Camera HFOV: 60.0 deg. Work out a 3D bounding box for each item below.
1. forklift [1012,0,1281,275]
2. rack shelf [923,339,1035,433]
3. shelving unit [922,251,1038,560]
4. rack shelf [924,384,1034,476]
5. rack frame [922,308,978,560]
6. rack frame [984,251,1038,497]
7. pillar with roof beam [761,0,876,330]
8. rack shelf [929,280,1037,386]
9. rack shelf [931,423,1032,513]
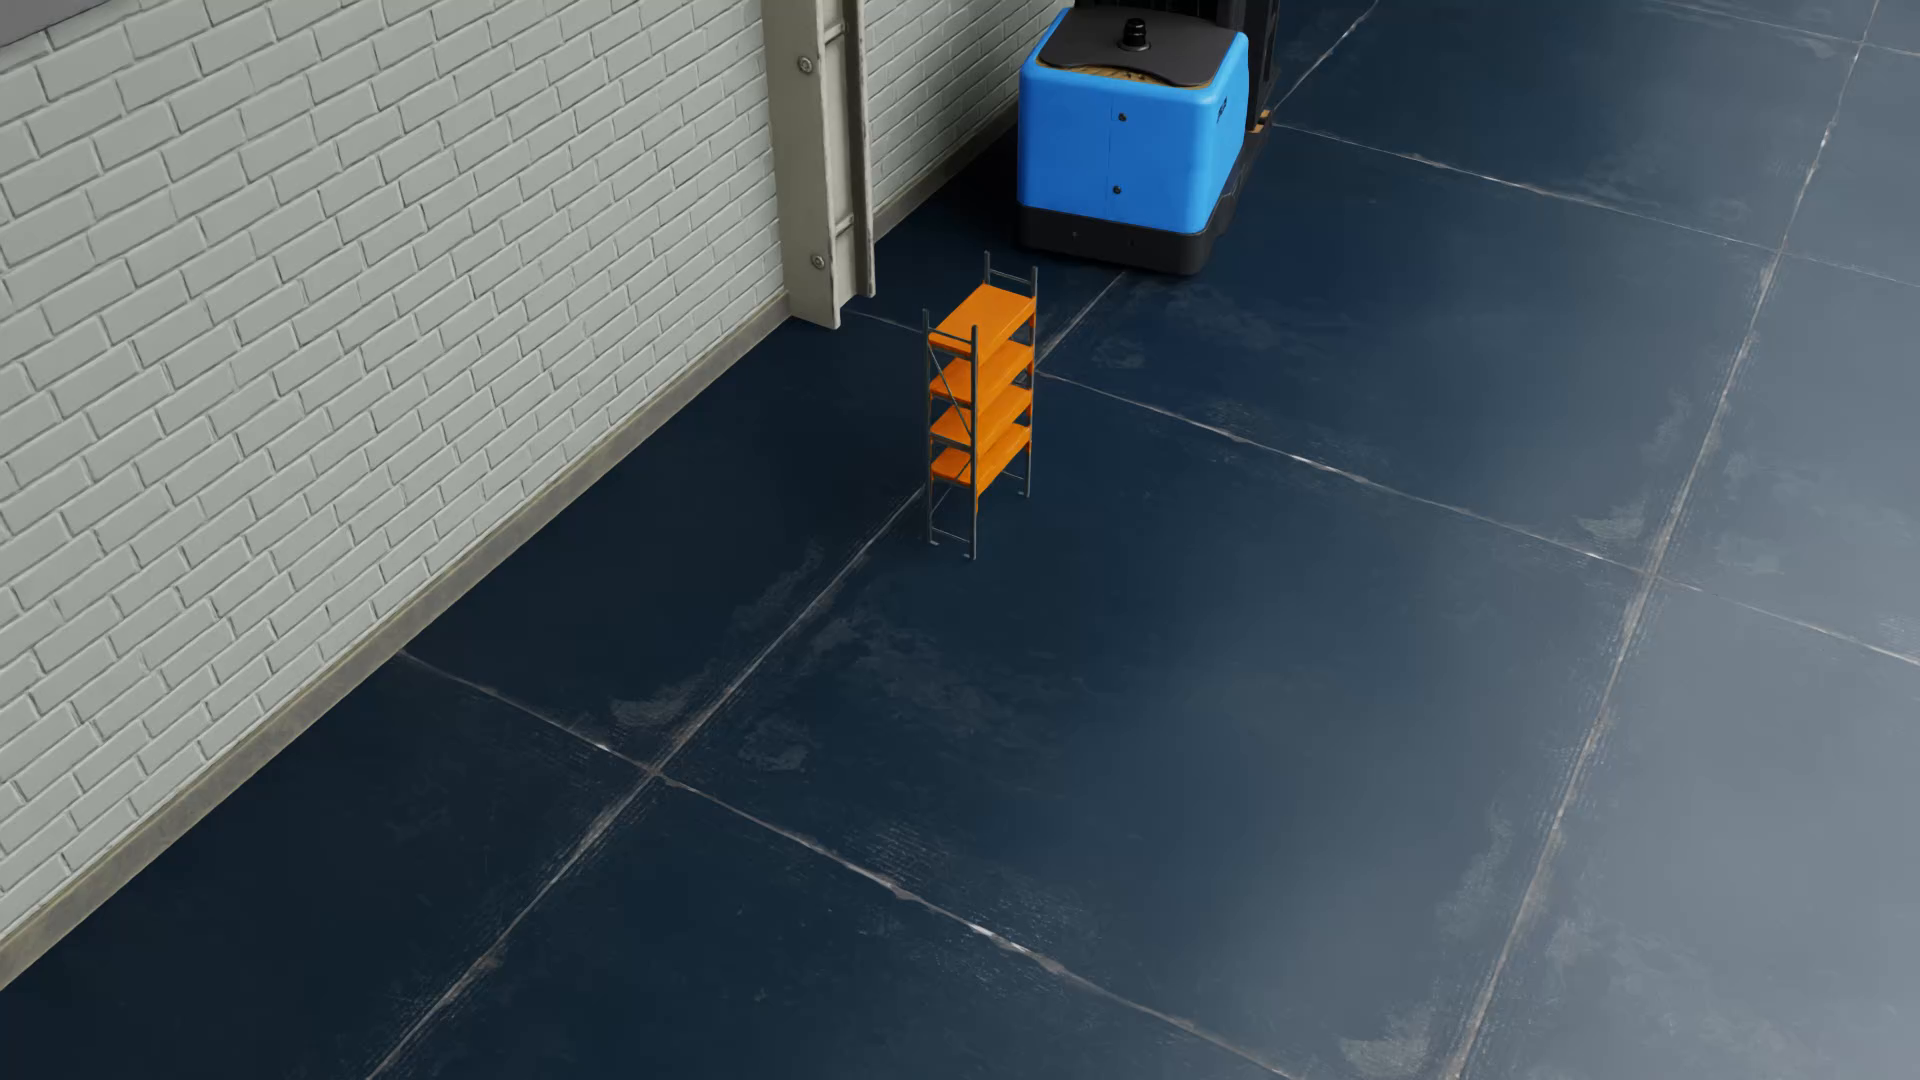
[{"bbox_3d":[1.247,-3.475,8.979,1.130,2.935,3.031,13,43,14],"label":"forklift"},{"bbox_3d":[0.083,-0.662,6.858,0.258,0.148,0.480,21,45,22],"label":"rack shelf"},{"bbox_3d":[0.083,-0.545,6.961,0.258,1.200,0.503,21,45,22],"label":"shelving unit"},{"bbox_3d":[0.083,-0.495,7.005,0.258,0.148,0.480,21,45,22],"label":"rack shelf"},{"bbox_3d":[-0.039,-0.405,6.802,0.240,1.200,0.015,21,45,22],"label":"rack frame"},{"bbox_3d":[0.205,-0.685,7.120,0.240,1.200,0.015,21,45,22],"label":"rack frame"},{"bbox_3d":[3.057,-3.187,4.060,9.100,9.000,0.400,21,45,22],"label":"pillar with roof beam"},{"bbox_3d":[0.083,-0.840,6.701,0.258,0.148,0.480,21,45,22],"label":"rack shelf"},{"bbox_3d":[0.083,-0.345,7.137,0.258,0.148,0.480,21,45,22],"label":"rack shelf"}]
